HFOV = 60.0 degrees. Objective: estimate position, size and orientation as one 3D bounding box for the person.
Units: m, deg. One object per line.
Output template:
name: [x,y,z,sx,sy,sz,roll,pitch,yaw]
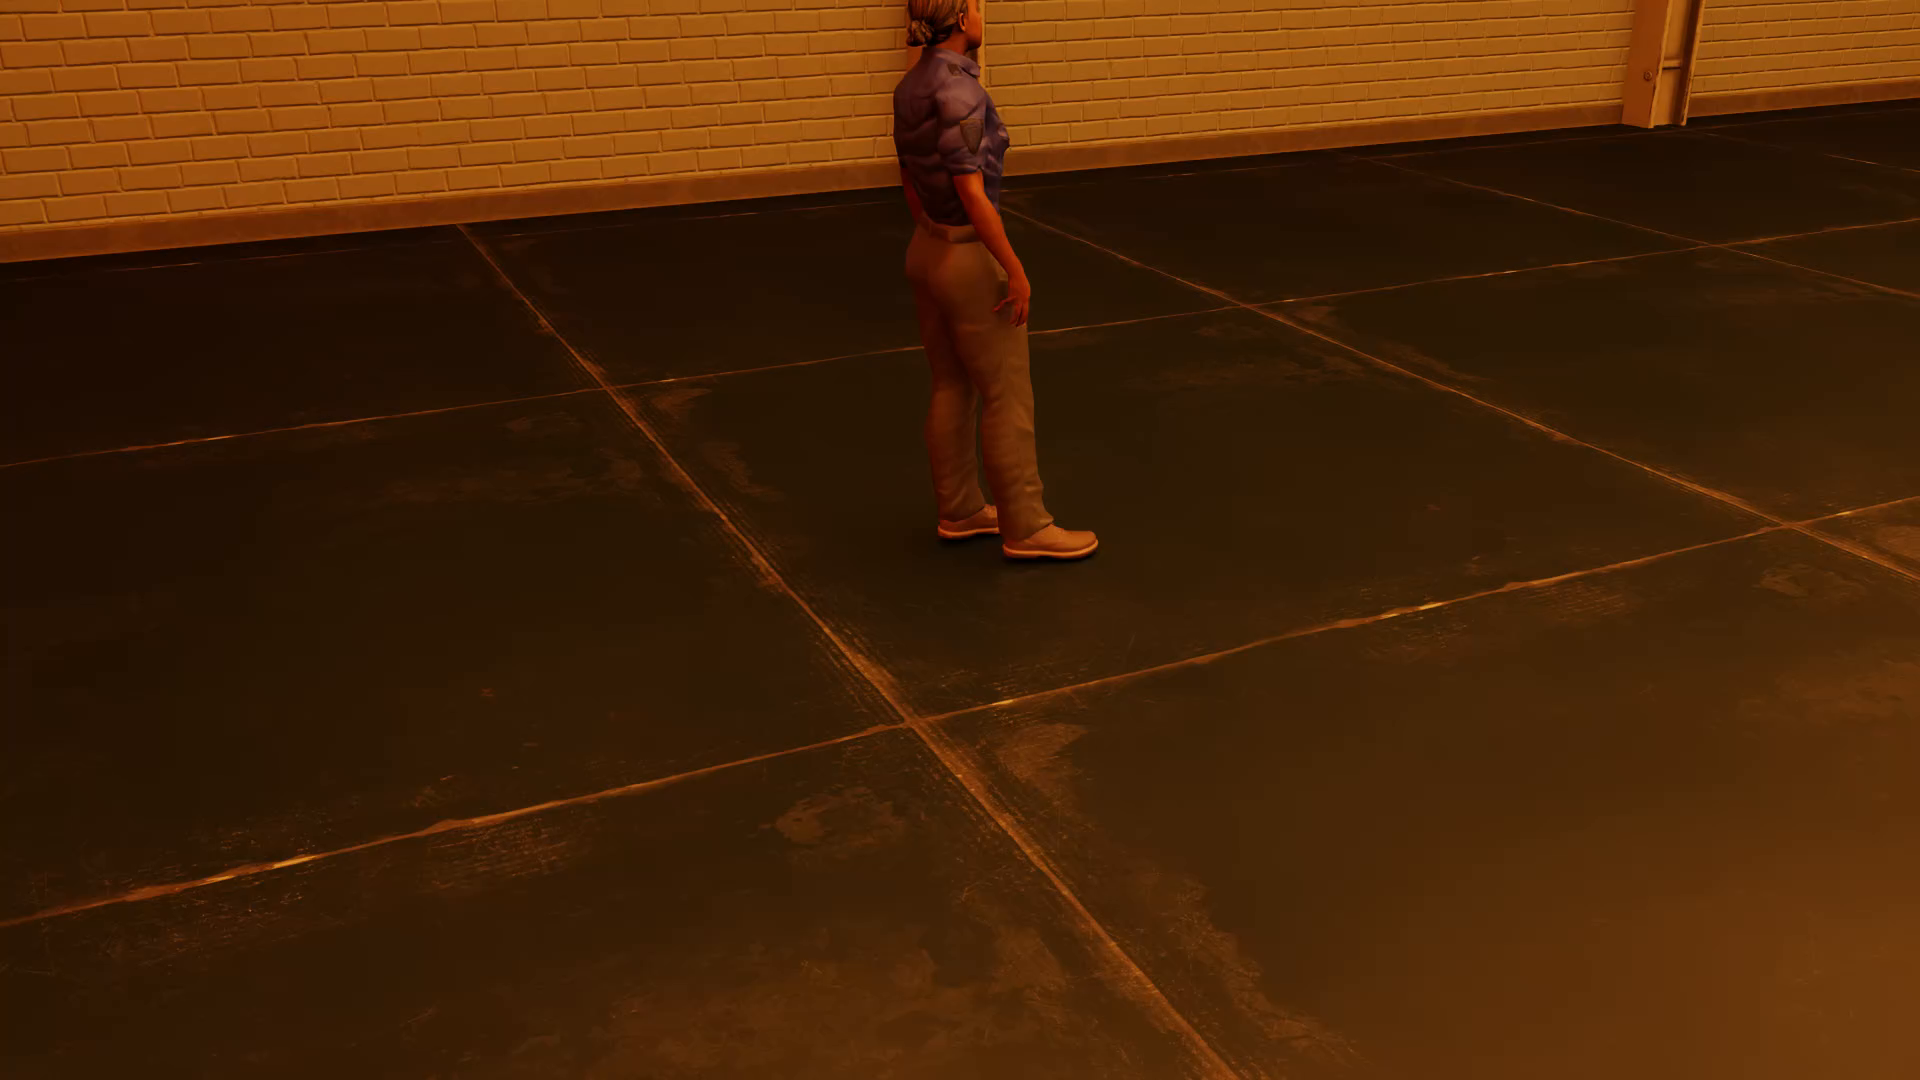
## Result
person: [0.088,-0.778,4.804,0.504,1.654,0.569,-10,25,-23]
